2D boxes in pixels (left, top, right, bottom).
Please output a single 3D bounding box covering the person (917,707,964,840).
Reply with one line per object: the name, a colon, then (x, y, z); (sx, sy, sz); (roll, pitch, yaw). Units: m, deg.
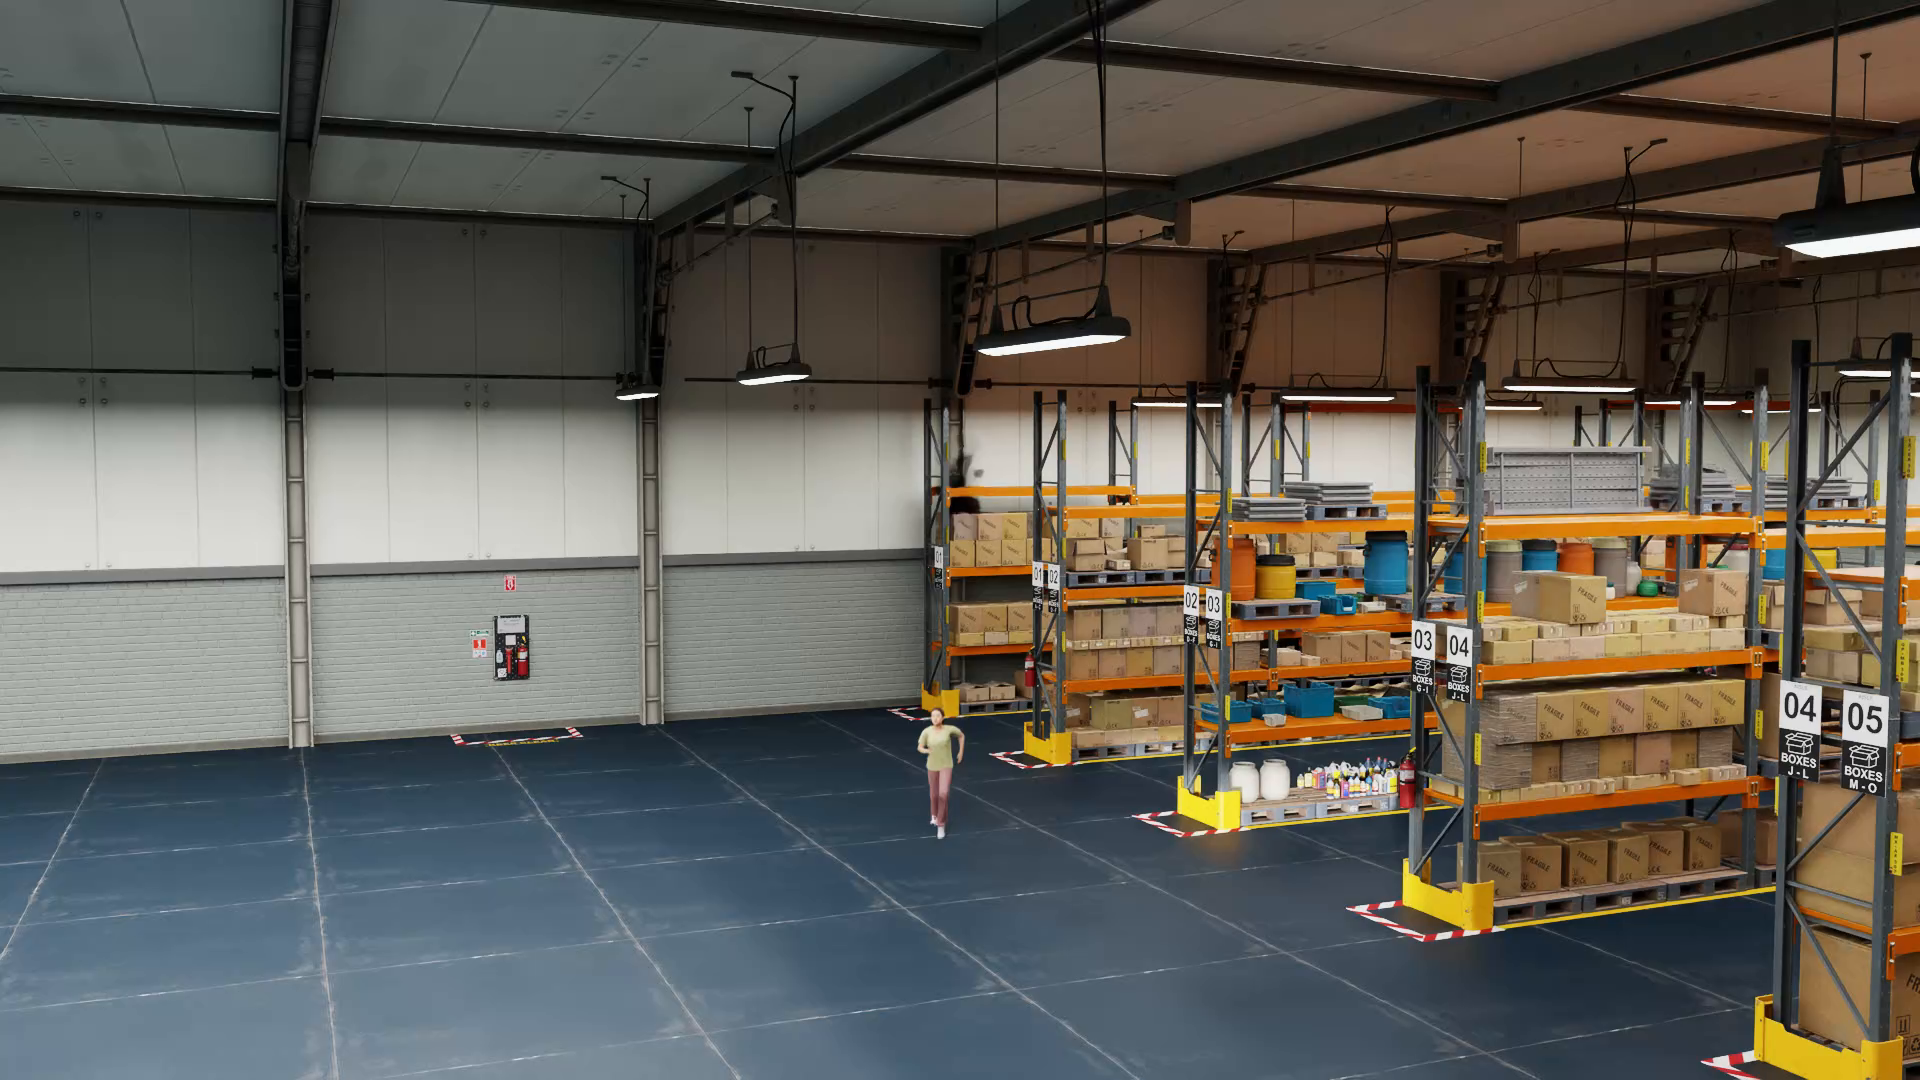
person: (-0.255, 3.041, 21.956); (0.584, 1.710, 0.864); (1, 3, 9)
